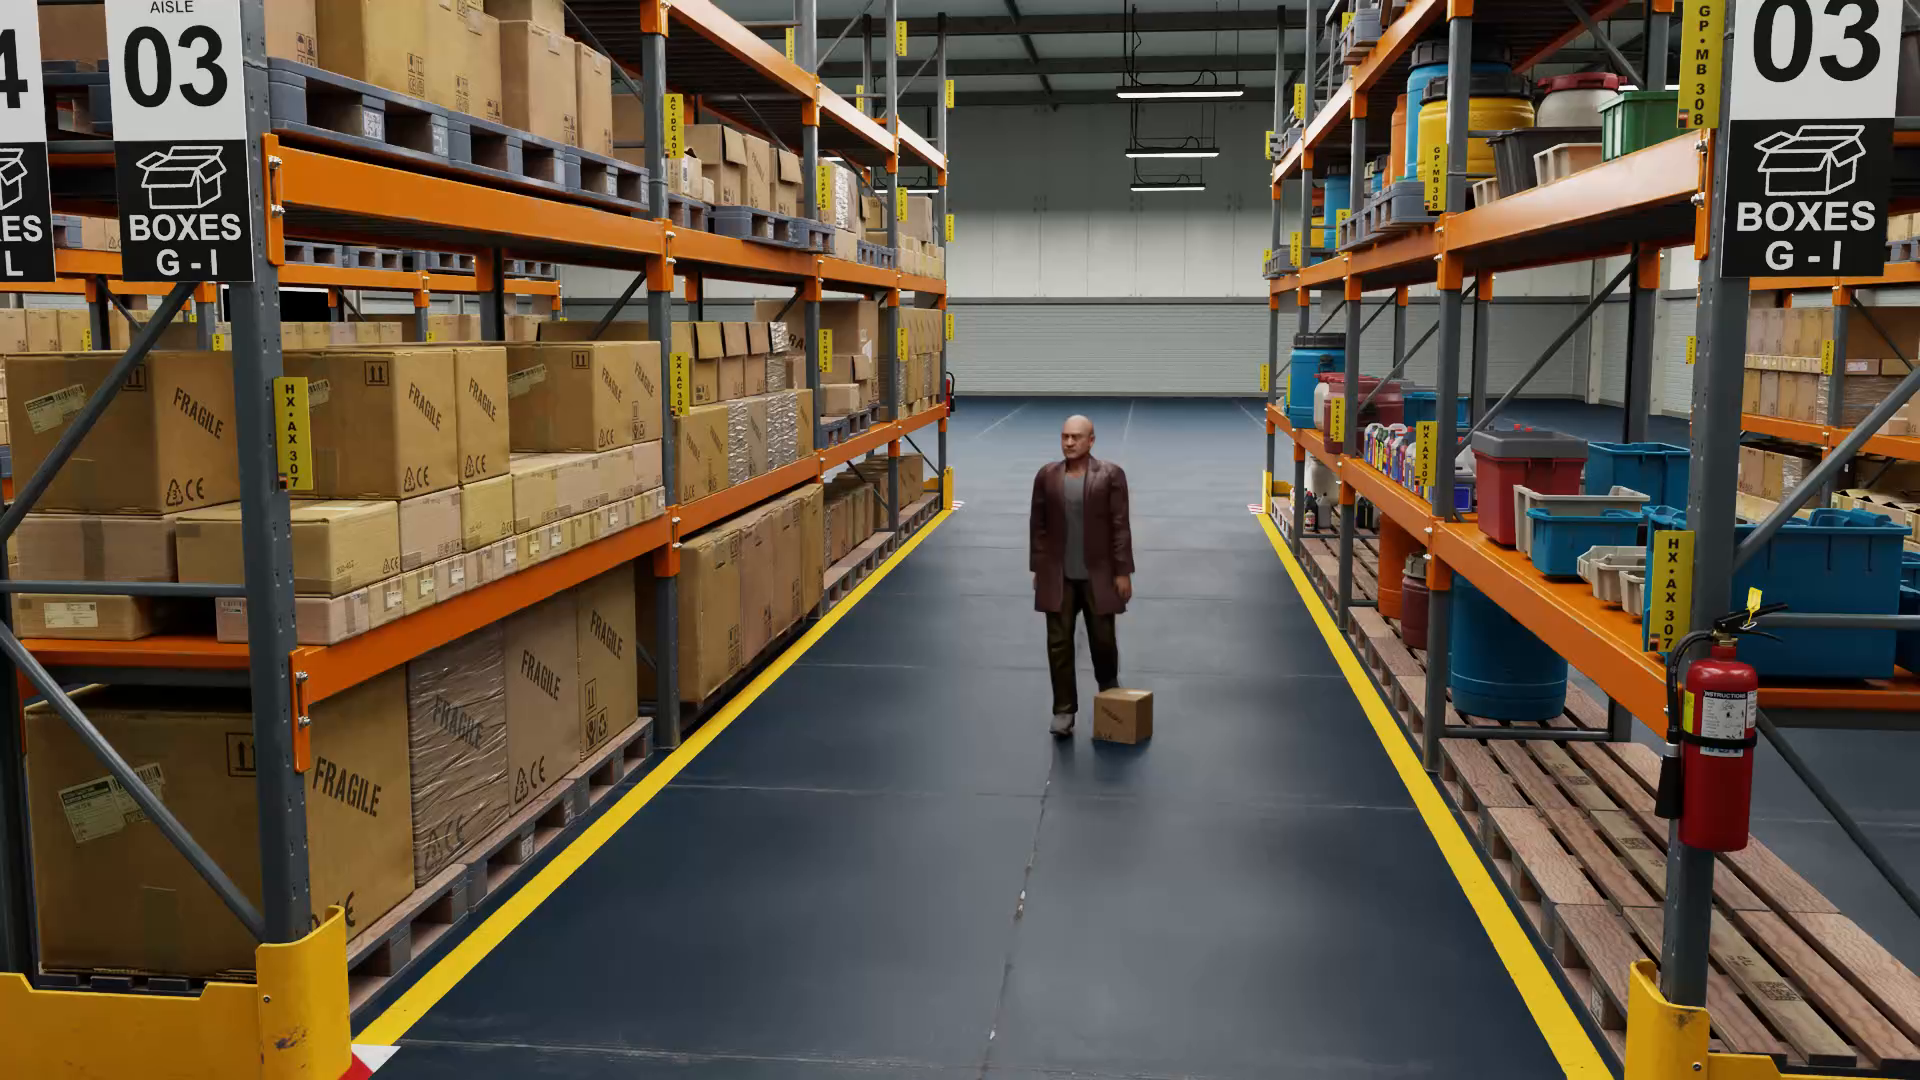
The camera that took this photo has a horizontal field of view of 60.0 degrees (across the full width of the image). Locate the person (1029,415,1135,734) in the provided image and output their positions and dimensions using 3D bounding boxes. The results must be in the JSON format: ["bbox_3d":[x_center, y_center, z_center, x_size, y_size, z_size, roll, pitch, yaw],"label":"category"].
[{"bbox_3d":[0.692,0.176,9.329,0.610,1.762,0.689,2,8,15],"label":"person"}]
